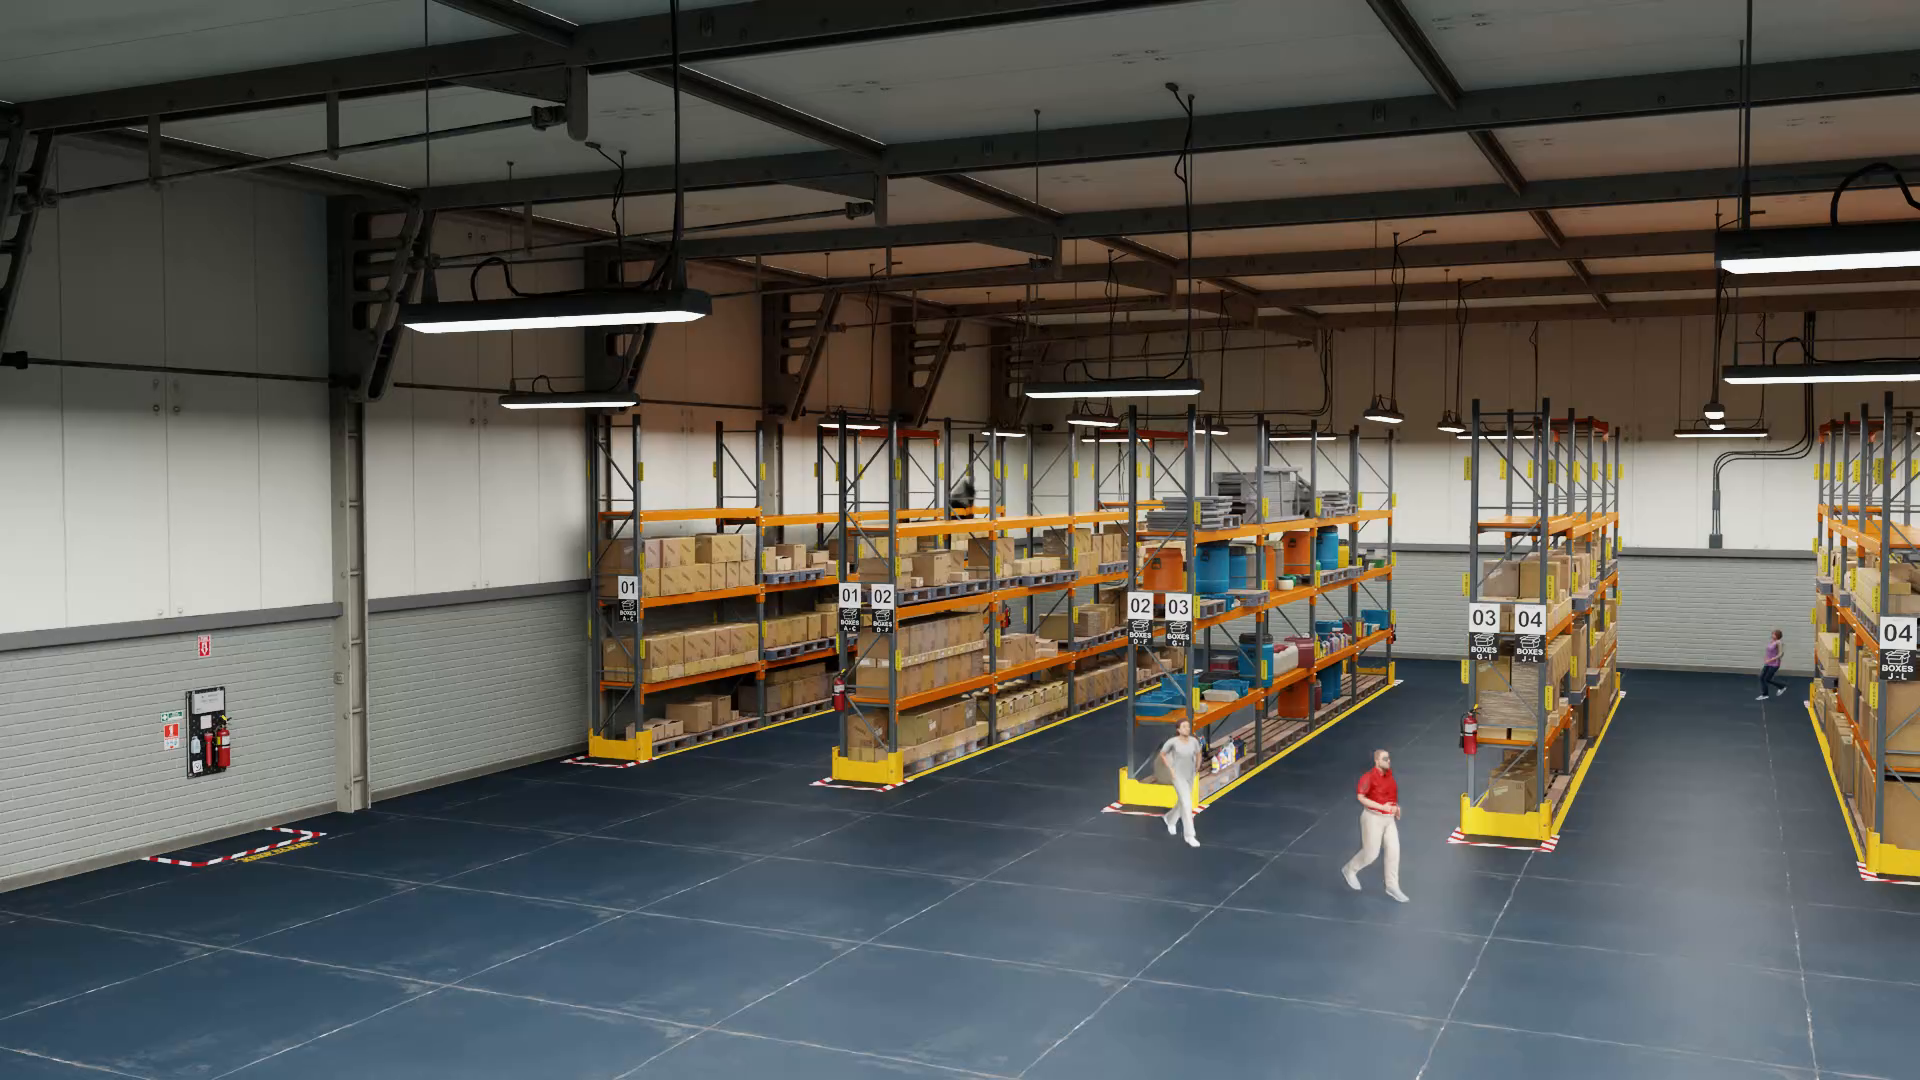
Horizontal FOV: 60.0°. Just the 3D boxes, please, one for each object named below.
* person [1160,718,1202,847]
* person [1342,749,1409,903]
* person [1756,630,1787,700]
[{"bbox_3d":[2.998,3.217,22.379,0.565,1.659,0.899,-1,3,-24],"label":"person"},{"bbox_3d":[4.923,3.334,19.616,0.686,1.755,0.867,-2,3,-35],"label":"person"},{"bbox_3d":[17.798,2.740,36.381,0.649,1.573,0.589,0,2,1],"label":"person"}]
